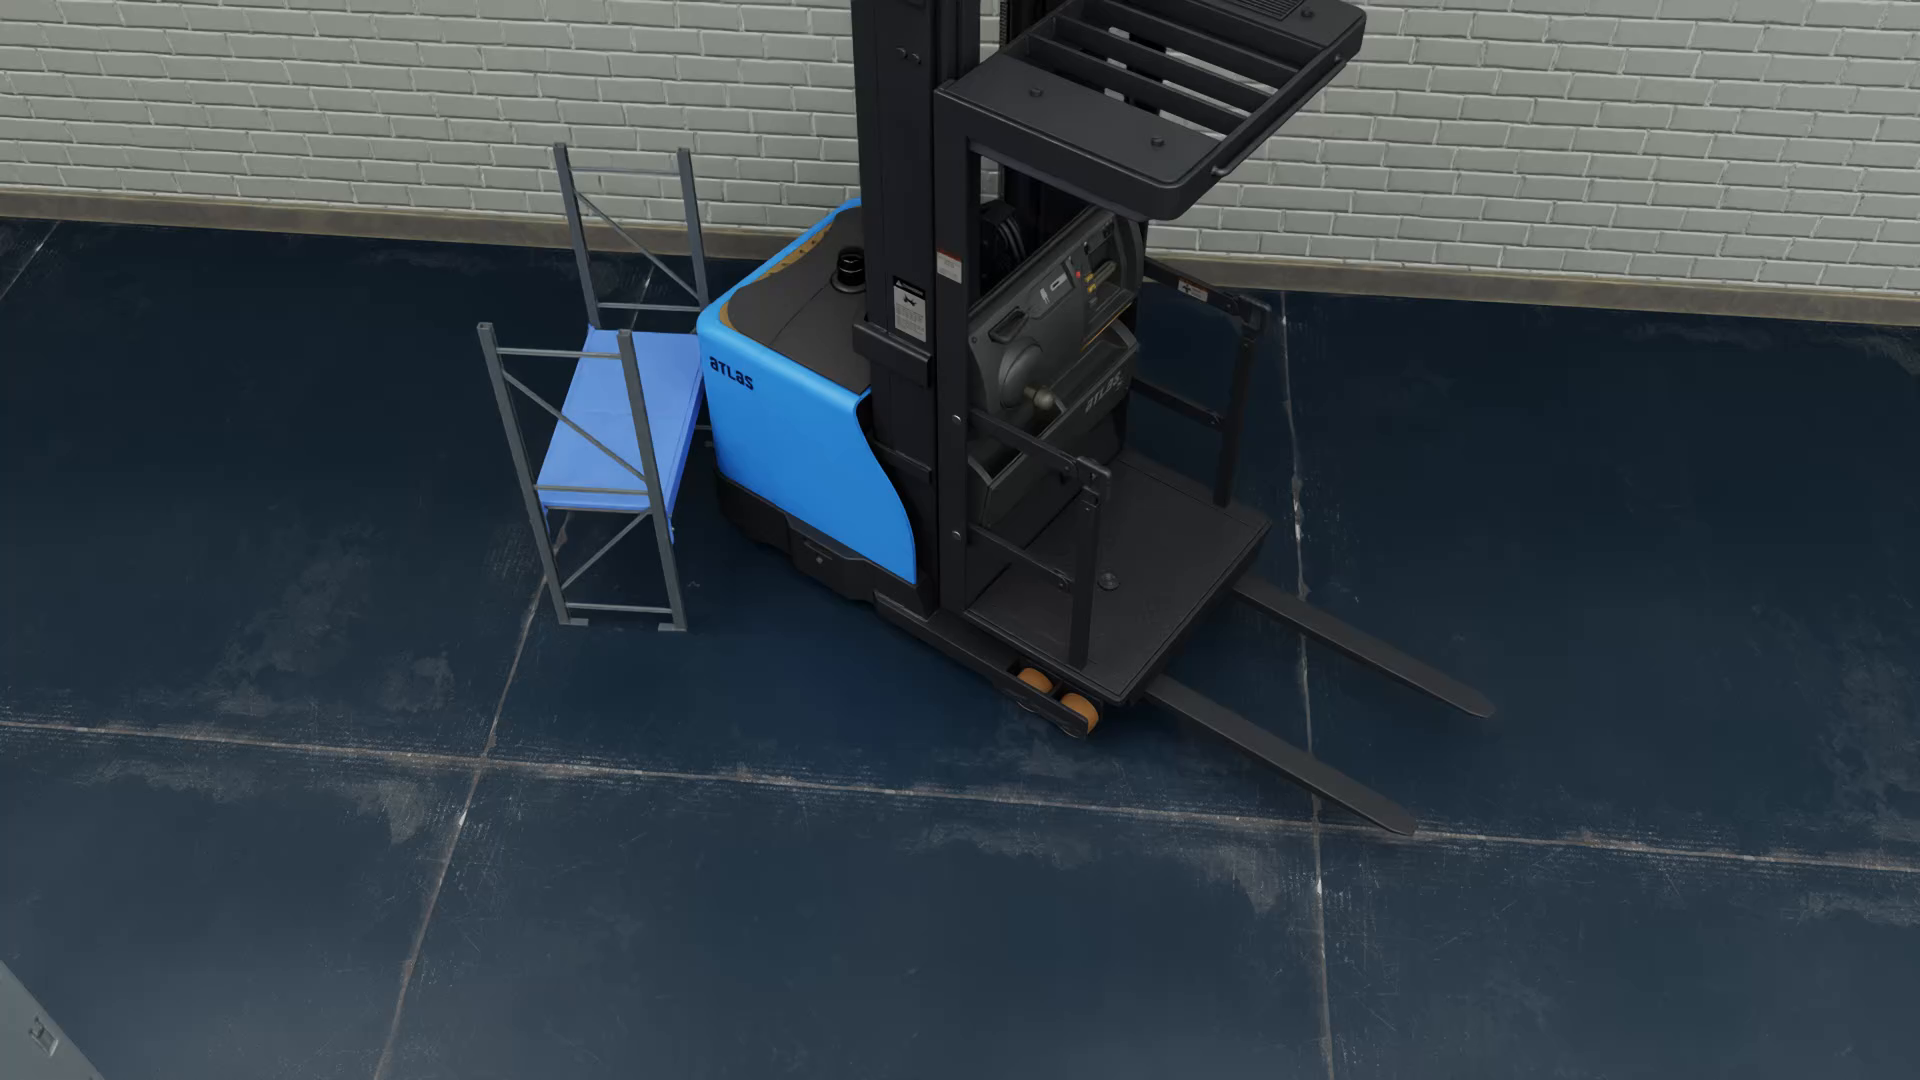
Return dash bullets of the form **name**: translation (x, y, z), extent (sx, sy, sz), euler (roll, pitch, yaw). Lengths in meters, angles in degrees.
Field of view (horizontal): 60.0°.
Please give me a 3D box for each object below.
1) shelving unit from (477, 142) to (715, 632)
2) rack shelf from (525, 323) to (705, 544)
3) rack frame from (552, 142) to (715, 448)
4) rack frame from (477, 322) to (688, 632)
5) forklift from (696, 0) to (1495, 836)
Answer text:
- **shelving unit**: translation (-1.272, -0.549, 6.261), extent (0.538, 1.500, 1.048), euler (3, 48, 3)
- **rack shelf**: translation (-1.272, -0.427, 6.394), extent (0.538, 0.185, 1.000), euler (3, 48, 3)
- **rack frame**: translation (-1.234, -0.923, 6.603), extent (0.500, 1.500, 0.032), euler (3, 48, 3)
- **rack frame**: translation (-1.310, -0.175, 5.919), extent (0.500, 1.500, 0.032), euler (3, 48, 3)
- **forklift**: translation (0.498, -0.714, 5.442), extent (3.031, 2.935, 1.130), euler (29, 54, 24)
